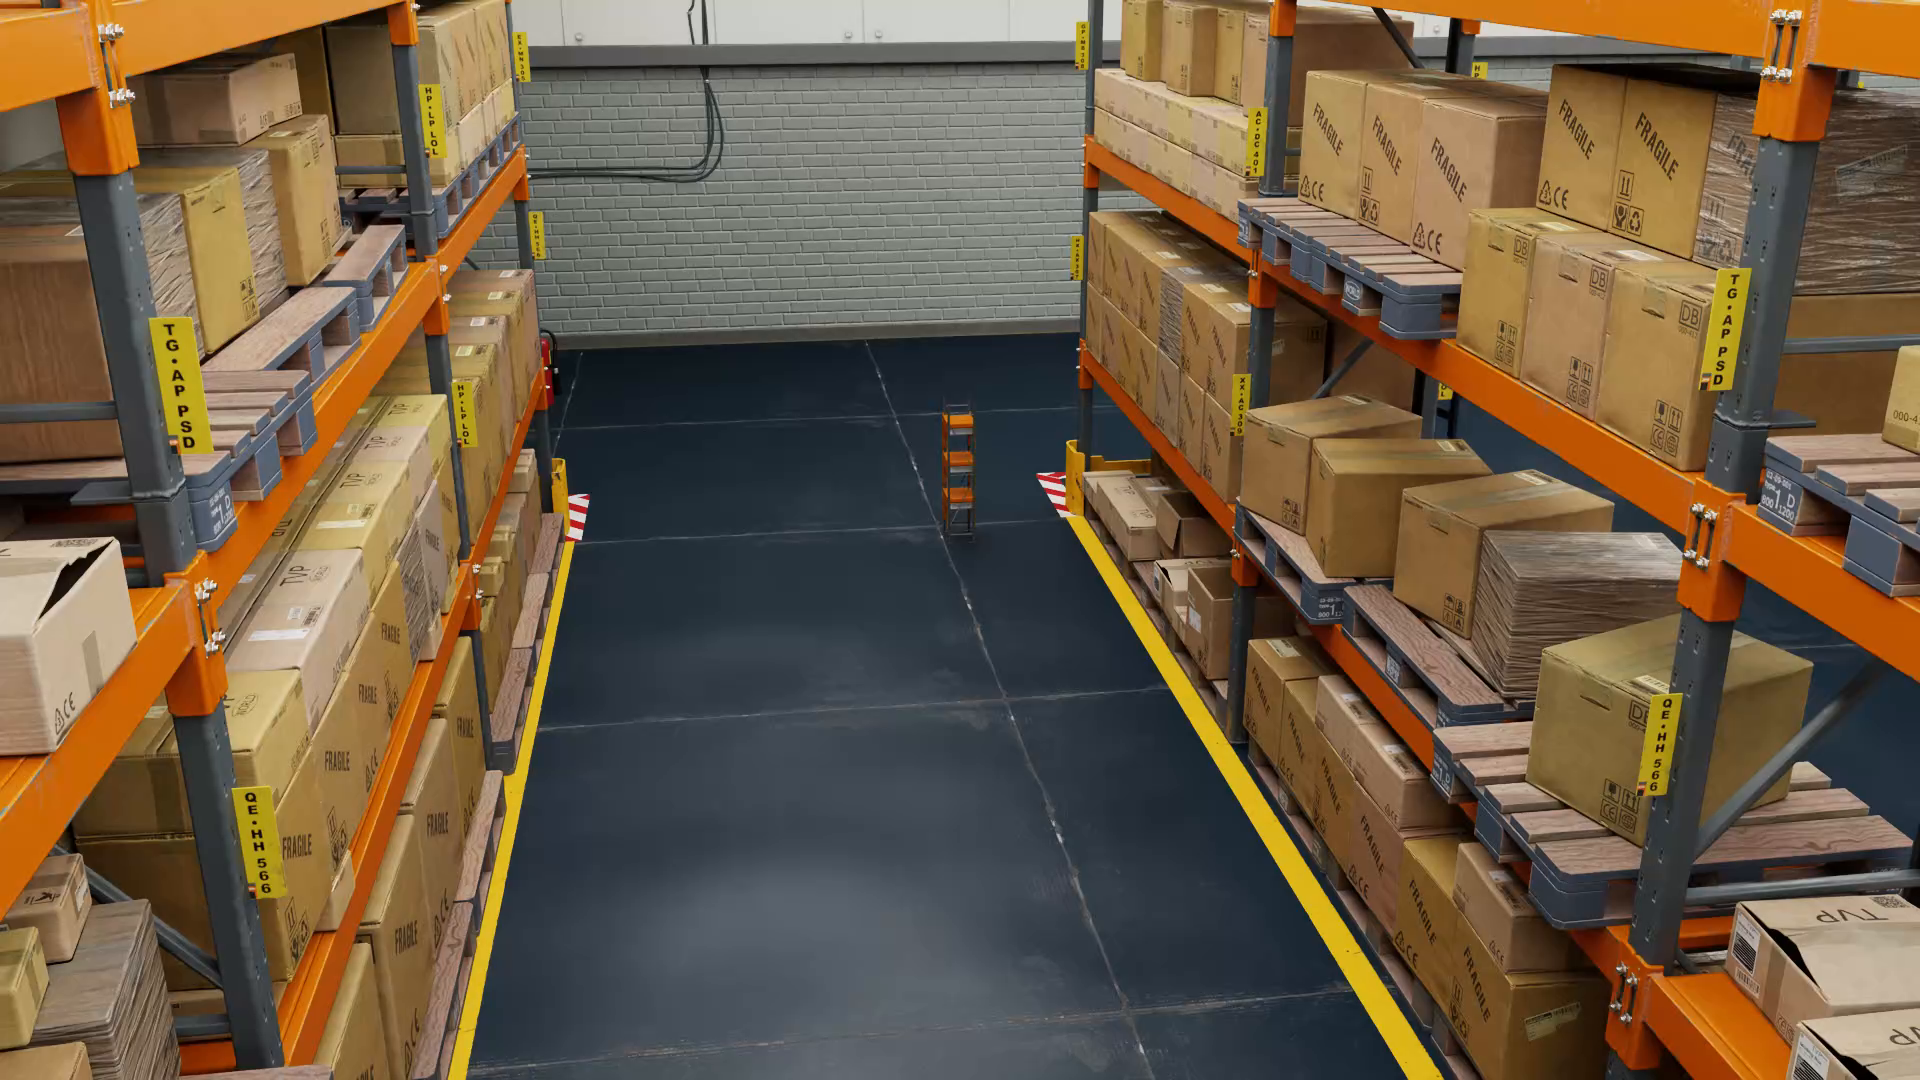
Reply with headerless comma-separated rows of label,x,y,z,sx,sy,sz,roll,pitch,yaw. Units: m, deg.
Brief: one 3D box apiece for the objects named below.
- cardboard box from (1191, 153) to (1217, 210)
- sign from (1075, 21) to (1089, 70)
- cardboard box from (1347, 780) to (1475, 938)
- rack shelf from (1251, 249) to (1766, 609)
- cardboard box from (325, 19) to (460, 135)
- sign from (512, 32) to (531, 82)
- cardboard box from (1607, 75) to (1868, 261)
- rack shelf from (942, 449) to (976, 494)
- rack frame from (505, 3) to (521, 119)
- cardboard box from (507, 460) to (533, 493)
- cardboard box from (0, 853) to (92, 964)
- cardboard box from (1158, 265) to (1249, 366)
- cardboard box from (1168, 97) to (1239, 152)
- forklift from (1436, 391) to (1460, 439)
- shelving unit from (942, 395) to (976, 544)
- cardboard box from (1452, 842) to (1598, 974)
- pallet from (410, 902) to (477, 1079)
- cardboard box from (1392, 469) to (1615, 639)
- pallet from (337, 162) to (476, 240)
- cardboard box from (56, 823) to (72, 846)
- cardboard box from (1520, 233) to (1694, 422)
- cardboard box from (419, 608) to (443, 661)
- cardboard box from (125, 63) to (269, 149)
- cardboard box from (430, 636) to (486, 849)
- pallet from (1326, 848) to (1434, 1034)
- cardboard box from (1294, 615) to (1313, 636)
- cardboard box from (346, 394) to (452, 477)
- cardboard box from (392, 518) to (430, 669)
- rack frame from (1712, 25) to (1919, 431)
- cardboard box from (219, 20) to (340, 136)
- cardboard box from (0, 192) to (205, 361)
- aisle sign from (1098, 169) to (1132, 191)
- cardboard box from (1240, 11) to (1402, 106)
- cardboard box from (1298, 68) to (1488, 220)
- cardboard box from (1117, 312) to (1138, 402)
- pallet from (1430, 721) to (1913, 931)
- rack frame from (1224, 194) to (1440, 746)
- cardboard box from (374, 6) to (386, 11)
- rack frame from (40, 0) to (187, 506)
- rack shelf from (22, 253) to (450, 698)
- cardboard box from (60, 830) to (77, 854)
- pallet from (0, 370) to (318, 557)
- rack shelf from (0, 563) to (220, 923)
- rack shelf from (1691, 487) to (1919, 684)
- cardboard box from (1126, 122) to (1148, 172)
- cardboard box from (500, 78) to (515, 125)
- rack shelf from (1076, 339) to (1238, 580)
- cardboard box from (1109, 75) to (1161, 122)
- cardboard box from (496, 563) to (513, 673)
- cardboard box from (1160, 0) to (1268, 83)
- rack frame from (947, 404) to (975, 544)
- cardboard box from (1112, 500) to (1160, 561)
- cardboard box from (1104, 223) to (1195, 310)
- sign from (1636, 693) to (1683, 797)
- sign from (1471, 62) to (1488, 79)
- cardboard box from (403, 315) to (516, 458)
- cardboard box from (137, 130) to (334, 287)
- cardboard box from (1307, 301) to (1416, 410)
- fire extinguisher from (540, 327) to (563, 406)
cardboard box,1.585,-1.981,9.159,0.500,0.250,0.500,-3,21,-8
sign,0.866,-3.489,11.735,0.100,0.325,0.005,-3,21,-8
cardboard box,2.033,1.360,7.231,0.500,0.500,0.500,-4,21,-10
rack shelf,2.268,-0.693,6.525,1.077,0.370,4.000,-3,21,-8
cardboard box,-2.747,-2.257,8.084,0.500,0.500,0.500,-3,21,-8
sign,-2.959,-3.256,11.208,0.100,0.325,0.005,-3,21,-8
cardboard box,2.426,-1.181,5.231,0.500,0.500,0.500,-3,21,-8
rack shelf,-0.008,-0.500,12.086,0.215,0.259,0.240,-3,21,-8
rack frame,-3.498,-4.261,10.764,1.000,3.000,0.127,-3,21,-8
cardboard box,-3.062,-0.419,11.097,0.380,0.149,0.250,-2,21,-6
cardboard box,-2.265,0.880,3.874,0.380,0.149,0.250,-6,21,-15
cardboard box,1.502,-1.346,9.961,0.500,0.500,0.500,-3,21,-7
cardboard box,1.503,-2.387,9.534,0.500,0.250,0.500,-3,21,-8
forklift,3.167,-1.611,12.342,1.130,2.935,3.031,-9,22,-23
shelving unit,-0.008,-0.510,12.082,0.215,1.050,0.252,-3,21,-8
cardboard box,2.177,1.350,6.186,0.500,0.250,0.500,-2,21,-6
pallet,-2.556,1.927,6.755,1.003,0.211,1.213,-3,21,-8
cardboard box,2.296,0.048,7.058,0.700,0.500,0.500,-8,22,-21
pallet,-3.029,-1.713,8.356,1.003,0.211,1.213,-3,21,-8
cardboard box,-2.667,0.628,4.579,0.500,0.250,0.500,-2,21,-6
cardboard box,2.387,-0.710,5.400,0.910,0.500,0.500,-3,21,-8
cardboard box,-2.444,0.412,7.157,0.380,0.149,0.250,-3,21,-8
cardboard box,-2.830,-1.574,6.012,0.500,0.250,0.500,-4,21,-9
cardboard box,-2.699,0.963,7.823,0.750,0.750,0.750,-3,21,-7
pallet,2.314,1.692,7.384,1.003,0.211,1.213,-3,21,-8
cardboard box,2.134,0.580,9.590,0.500,0.311,0.500,-3,21,-8
cardboard box,-2.601,-0.464,7.503,0.500,0.250,0.500,-2,21,-6
cardboard box,-2.458,0.236,6.700,0.500,0.500,0.500,-3,21,-8
rack frame,2.557,-1.743,4.020,1.000,3.000,0.127,-3,21,-8
cardboard box,-3.253,-2.226,8.001,0.500,0.500,0.500,-3,21,-8
cardboard box,-2.600,-0.685,4.704,0.700,0.500,0.500,-4,21,-11
aisle sign,1.103,-2.929,12.055,0.394,0.787,0.004,-3,21,-8
cardboard box,1.940,-2.584,8.989,0.700,0.500,0.500,-3,21,-8
cardboard box,1.980,-1.835,7.668,0.600,0.600,0.600,-5,21,-13
cardboard box,1.356,-1.230,11.078,0.500,0.500,0.500,-3,21,-8
pallet,2.389,0.927,5.723,1.213,0.211,1.003,-3,21,-8
rack frame,1.980,-0.317,8.778,1.000,3.000,0.127,-3,21,-8
cardboard box,-3.489,-2.758,9.425,0.500,0.500,0.500,-3,21,-8
rack frame,-2.345,-1.491,3.348,1.000,3.000,0.127,-3,21,-8
rack shelf,-2.633,-0.442,5.853,1.077,0.370,4.000,-3,21,-8
cardboard box,-2.674,0.973,4.727,0.500,0.500,0.500,-3,21,-7
pallet,-2.490,-0.218,4.496,1.213,0.211,1.003,-2,21,-5
rack shelf,-2.056,0.943,2.145,1.077,0.370,4.000,-3,21,-8
rack shelf,2.845,0.692,2.817,1.077,0.370,4.000,-3,21,-8
cardboard box,1.359,-2.499,10.548,0.500,0.250,0.500,-3,21,-8
cardboard box,-3.130,-2.789,10.581,0.500,0.250,0.500,-2,21,-6
rack shelf,1.692,-0.673,10.758,1.077,0.370,4.000,-3,21,-8
cardboard box,1.285,-2.907,10.924,0.500,0.250,0.500,-3,21,-8
cardboard box,-2.997,0.470,9.643,0.700,0.500,0.500,-3,21,-8
cardboard box,1.660,-3.100,10.371,0.700,0.500,0.500,-3,21,-8
rack frame,0.010,-0.468,11.969,0.200,1.050,0.008,-3,21,-8
cardboard box,1.345,-0.071,11.421,0.500,0.250,0.500,-3,21,-8
cardboard box,1.289,-1.870,11.363,0.500,0.500,0.500,-3,21,-7
sign,2.021,0.593,4.799,0.100,0.325,0.005,-3,21,-8
sign,2.529,-2.178,8.172,0.100,0.325,0.005,-3,21,-8
cardboard box,-3.198,-0.900,9.909,0.980,0.700,0.700,-4,21,-10
cardboard box,-2.759,-1.224,6.149,0.700,0.500,0.500,-3,21,-9
cardboard box,2.191,-1.010,9.060,0.500,0.500,0.500,-2,21,-6
fire extinguisher,-3.063,-1.315,12.095,0.296,0.674,0.183,-3,21,-8
